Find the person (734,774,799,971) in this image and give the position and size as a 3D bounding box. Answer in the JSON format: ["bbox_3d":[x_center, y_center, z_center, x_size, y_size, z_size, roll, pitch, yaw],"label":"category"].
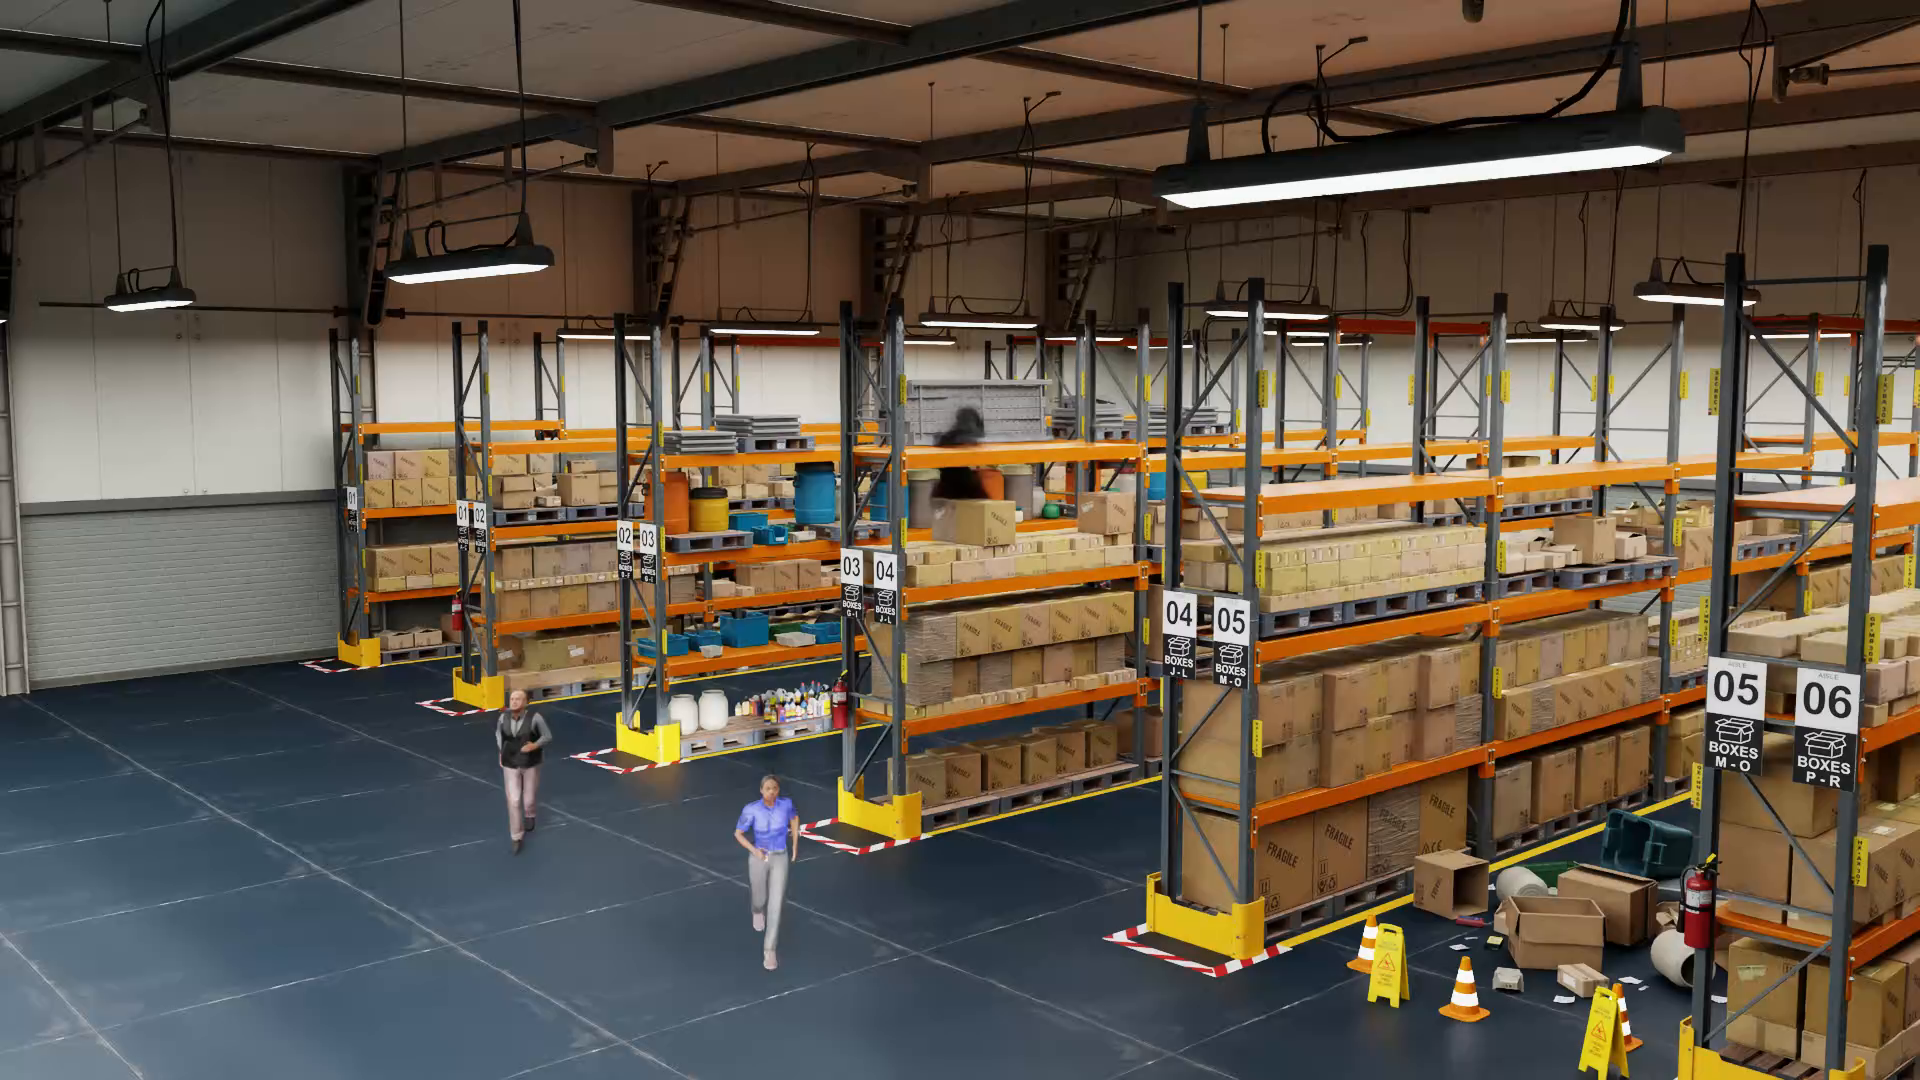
[{"bbox_3d":[-1.717,2.888,14.879,0.600,1.653,0.953,-2,6,-15],"label":"person"}]

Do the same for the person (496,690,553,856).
[{"bbox_3d":[-4.801,2.507,18.298,0.648,1.732,0.890,0,6,-4],"label":"person"}]

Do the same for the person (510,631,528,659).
[{"bbox_3d":[-7.469,1.587,28.218,0.558,1.586,0.750,5,8,42],"label":"person"}]

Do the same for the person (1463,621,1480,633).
[{"bbox_3d":[7.285,1.961,23.767,0.663,1.772,0.816,5,8,41],"label":"person"}]
